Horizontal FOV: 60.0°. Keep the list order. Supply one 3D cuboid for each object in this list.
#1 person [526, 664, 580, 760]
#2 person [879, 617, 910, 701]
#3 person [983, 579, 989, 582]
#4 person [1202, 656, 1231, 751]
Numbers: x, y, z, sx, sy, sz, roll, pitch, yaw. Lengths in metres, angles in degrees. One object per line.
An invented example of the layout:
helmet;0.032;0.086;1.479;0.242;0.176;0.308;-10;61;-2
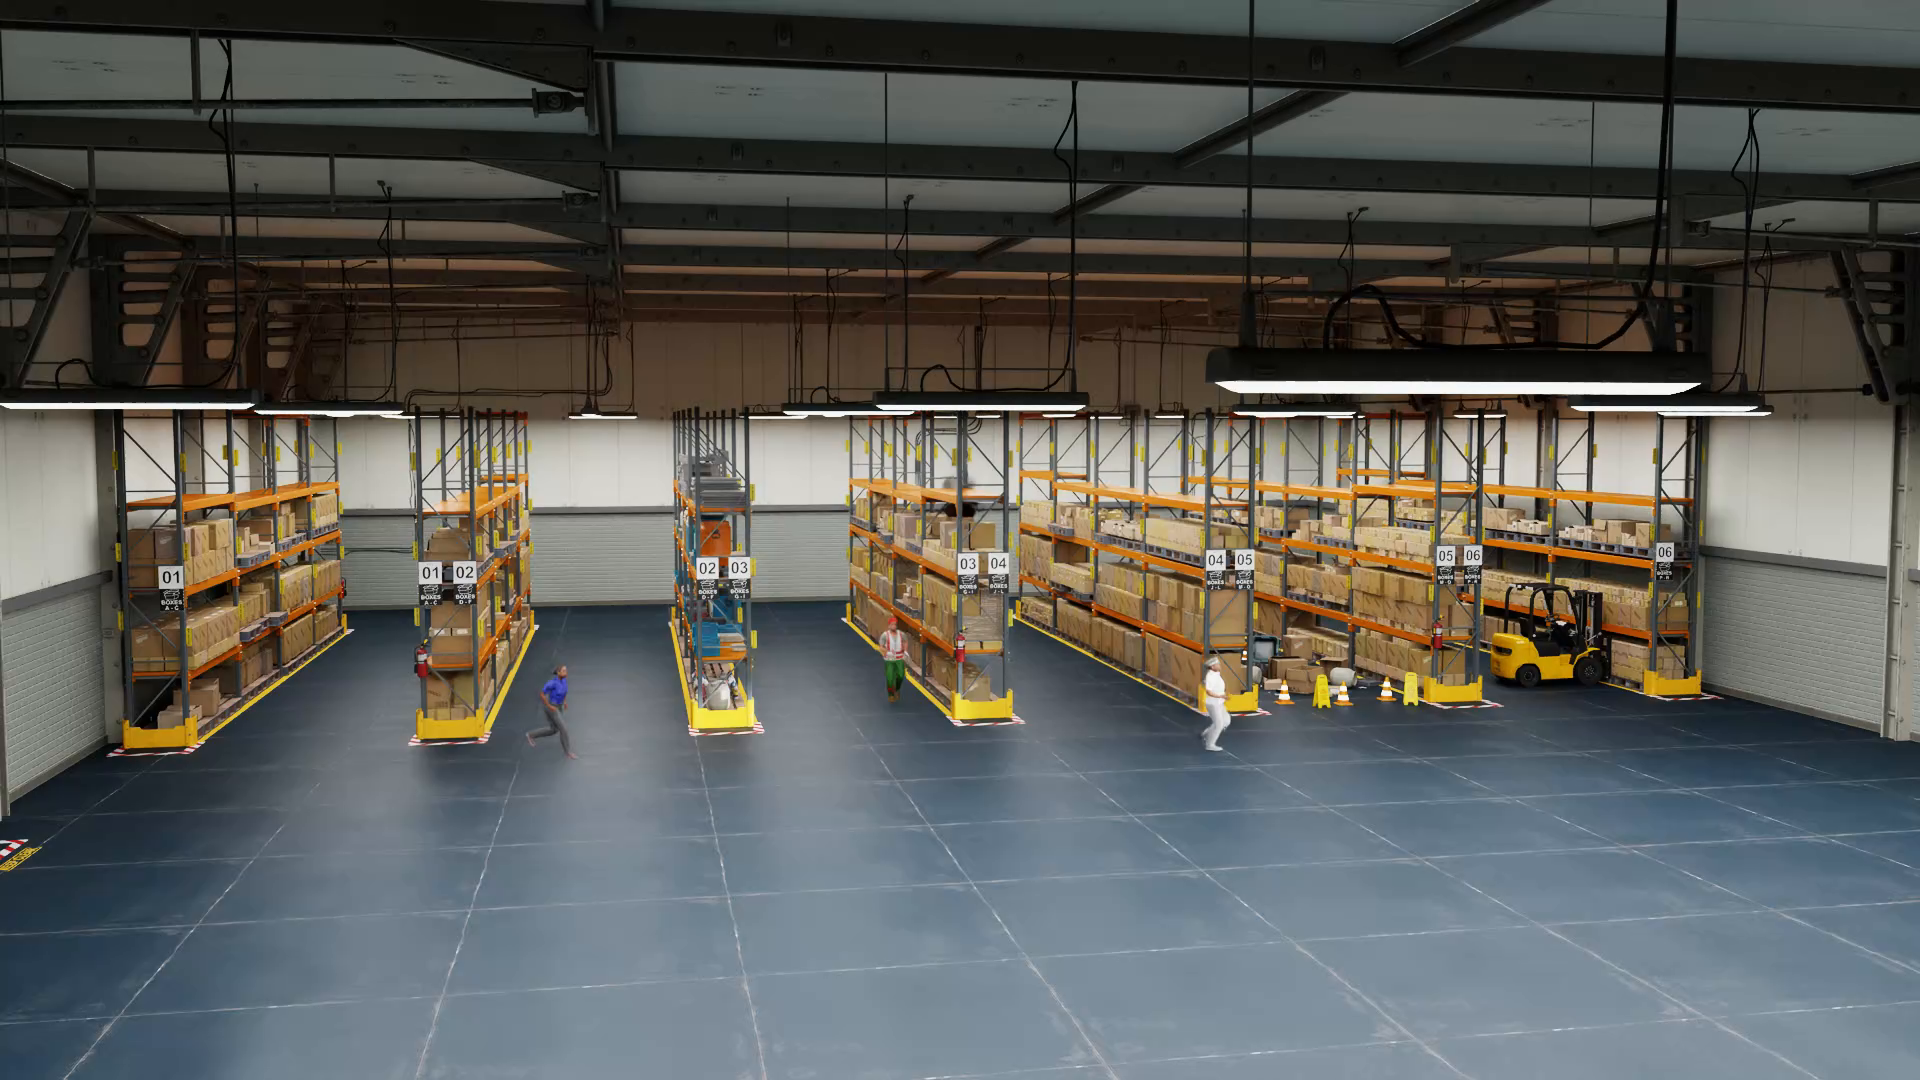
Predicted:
person;-6.937;2.929;28.276;0.974;1.640;0.575;1;4;13
person;-1.321;2.436;33.756;0.654;1.737;0.710;-1;4;-13
person;0.805;1.553;46.761;0.576;1.701;0.850;0;4;-7
person;4.464;2.837;28.903;0.568;1.654;0.570;2;4;22
